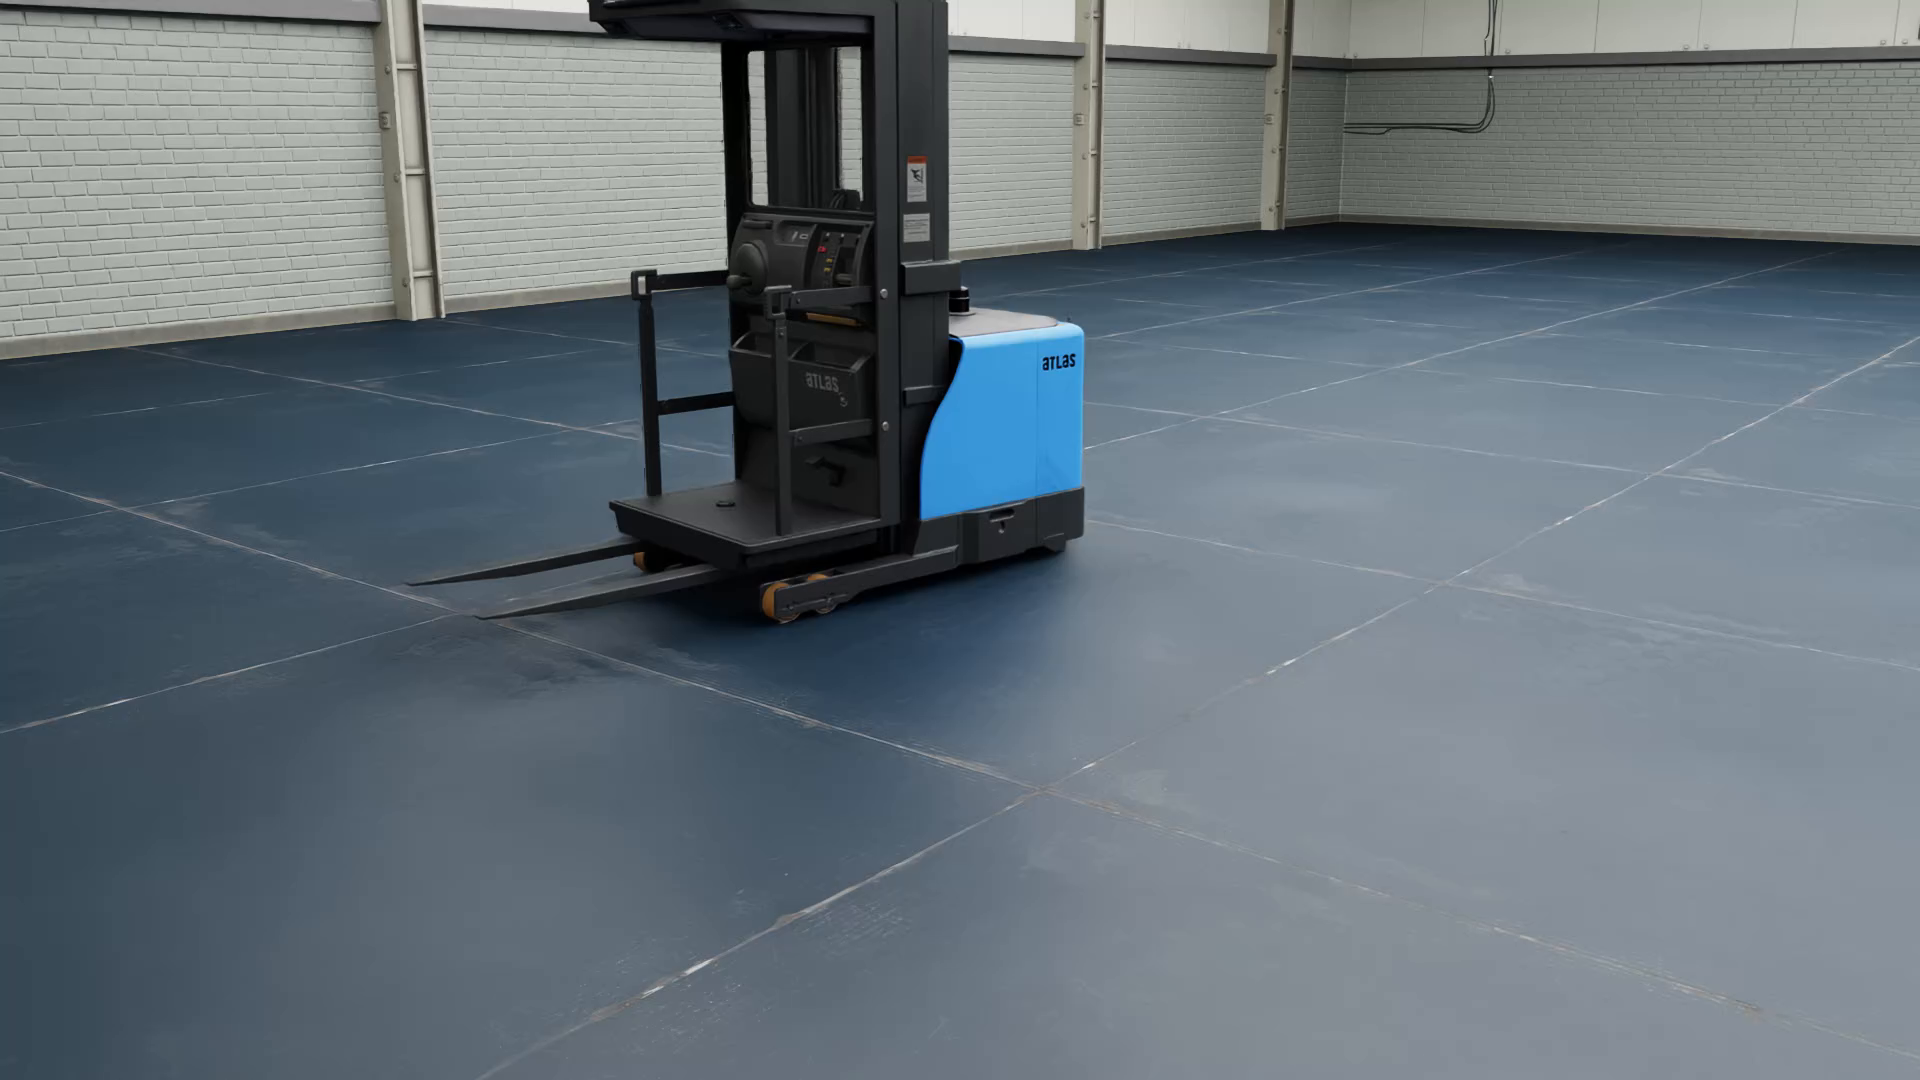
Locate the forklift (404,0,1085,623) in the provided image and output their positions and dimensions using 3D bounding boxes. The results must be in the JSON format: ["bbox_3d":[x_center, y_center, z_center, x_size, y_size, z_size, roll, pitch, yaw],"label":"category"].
[{"bbox_3d":[-0.845,-1.226,6.998,3.031,2.935,1.130,-12,19,-40],"label":"forklift"}]

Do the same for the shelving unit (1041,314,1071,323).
[{"bbox_3d":[0.385,-0.585,8.292,0.252,1.050,0.215,-12,19,-40],"label":"shelving unit"}]

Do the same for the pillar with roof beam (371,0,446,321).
[{"bbox_3d":[-2.207,-5.983,13.397,9.100,9.000,0.400,11,18,38],"label":"pillar with roof beam"}]

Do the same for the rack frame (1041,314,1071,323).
[{"bbox_3d":[0.476,-0.605,8.371,0.008,1.050,0.200,-12,19,-40],"label":"rack frame"}]

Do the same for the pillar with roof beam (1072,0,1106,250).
[{"bbox_3d":[5.335,-8.281,22.443,9.100,9.000,0.400,11,18,38],"label":"pillar with roof beam"}]

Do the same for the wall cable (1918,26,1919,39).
[{"bbox_3d":[16.012,-10.632,24.790,2.305,6.003,0.169,11,18,38],"label":"wall cable"}]

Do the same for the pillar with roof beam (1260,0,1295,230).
[{"bbox_3d":[9.106,-9.430,26.966,9.100,9.000,0.400,11,18,38],"label":"pillar with roof beam"}]

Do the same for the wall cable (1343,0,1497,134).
[{"bbox_3d":[8.638,-8.951,31.386,3.097,2.526,0.112,11,18,38],"label":"wall cable"}]
